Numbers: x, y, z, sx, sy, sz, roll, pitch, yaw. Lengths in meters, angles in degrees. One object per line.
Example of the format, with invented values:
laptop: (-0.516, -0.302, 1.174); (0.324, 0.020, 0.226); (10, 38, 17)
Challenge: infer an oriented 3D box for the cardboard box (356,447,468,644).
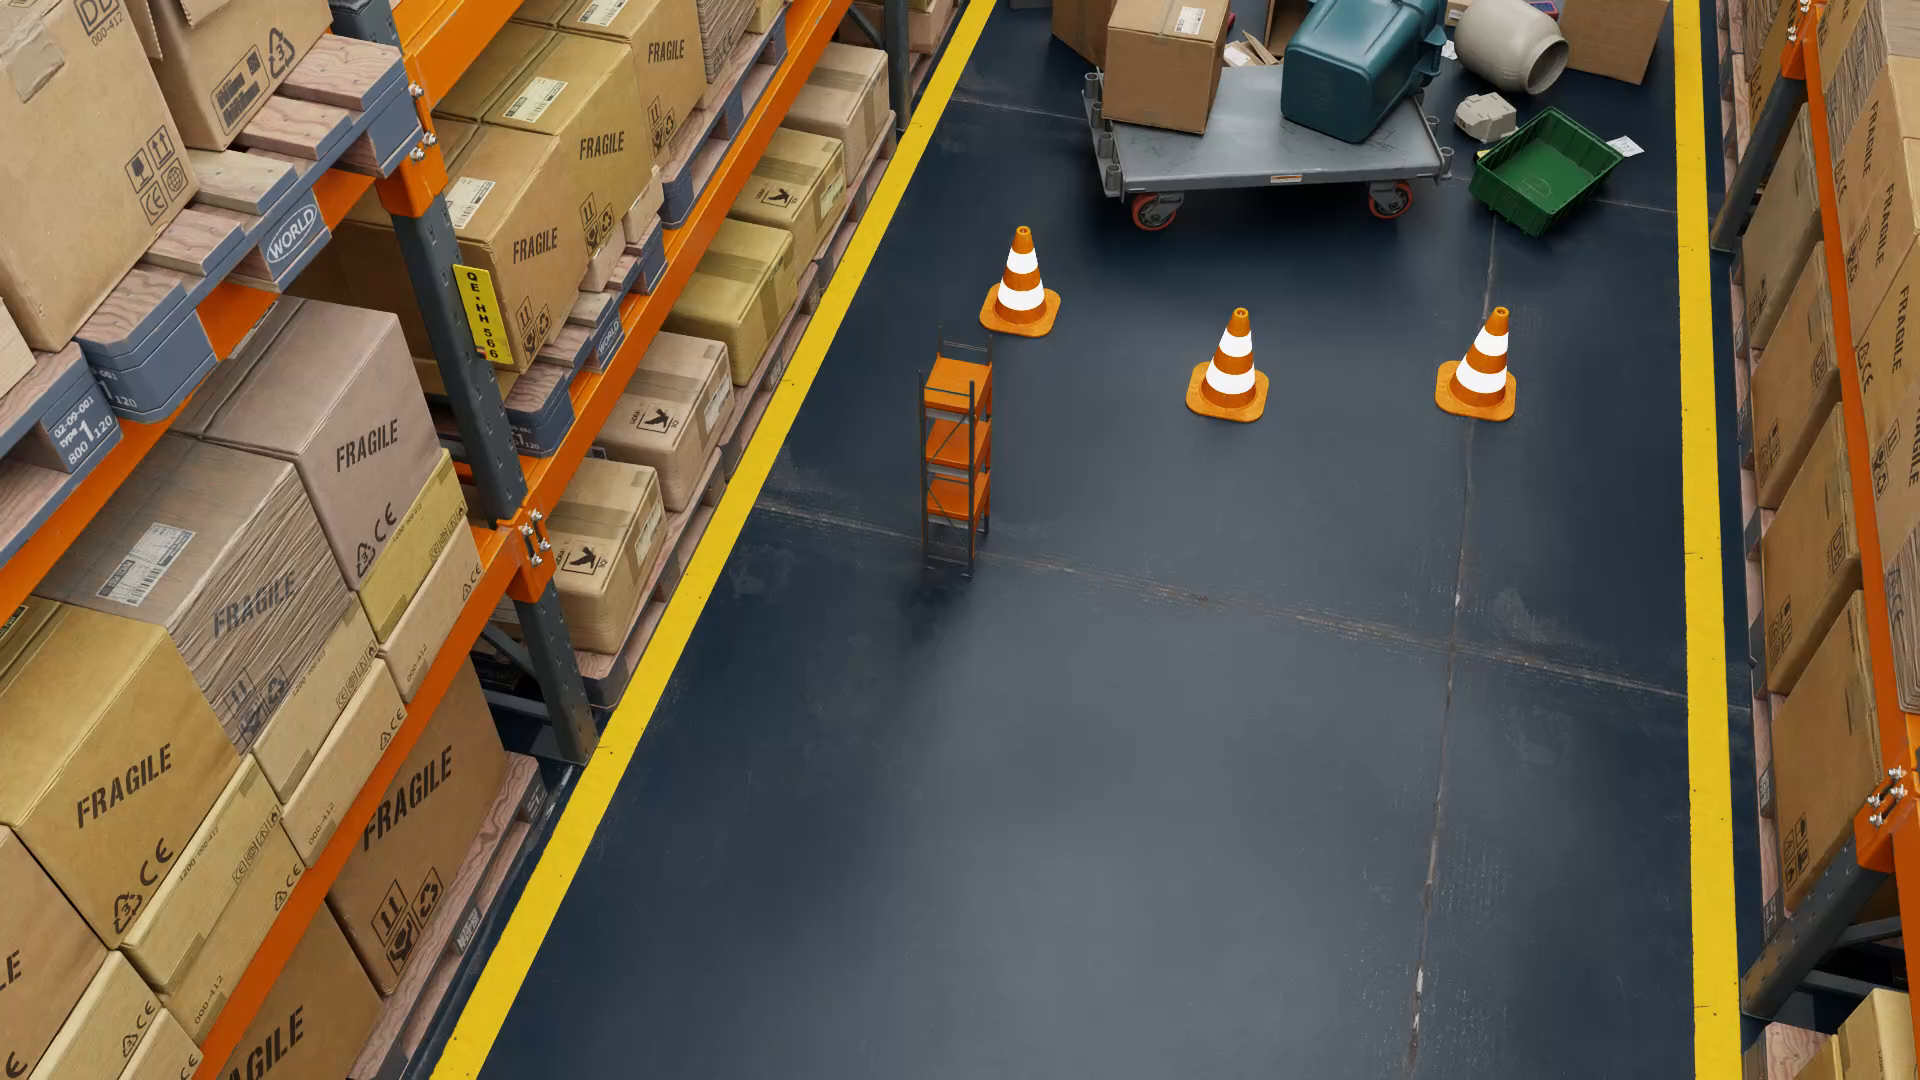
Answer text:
cardboard box: (-1.685, -0.035, 4.466); (0.500, 0.250, 0.500); (11, 50, 10)

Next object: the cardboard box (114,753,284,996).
cardboard box: (-1.931, 0.711, 3.808); (0.500, 0.250, 0.500); (10, 49, 9)

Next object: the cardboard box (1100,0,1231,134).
cardboard box: (0.975, -2.307, 7.866); (0.500, 0.500, 0.500); (12, 50, 10)

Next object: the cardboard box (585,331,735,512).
cardboard box: (-1.458, -0.531, 6.610); (0.950, 0.372, 0.625); (11, 49, 9)

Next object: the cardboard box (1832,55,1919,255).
cardboard box: (3.388, -1.289, 5.739); (0.500, 0.500, 0.500); (11, 50, 10)

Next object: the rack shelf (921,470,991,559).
rack shelf: (-0.014, -0.118, 6.457); (0.215, 0.259, 0.240); (12, 50, 10)

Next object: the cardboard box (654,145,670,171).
cardboard box: (-1.234, -1.345, 5.743); (0.380, 0.149, 0.250); (14, 50, 12)

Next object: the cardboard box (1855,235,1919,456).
cardboard box: (3.123, -0.550, 5.087); (0.500, 0.500, 0.500); (11, 49, 9)

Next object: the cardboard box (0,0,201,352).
cardboard box: (-1.880, -0.731, 2.966); (0.700, 0.500, 0.500); (9, 49, 8)

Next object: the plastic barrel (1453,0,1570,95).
plastic barrel: (2.871, -2.580, 8.664); (0.421, 0.421, 0.512); (-27, 54, -22)

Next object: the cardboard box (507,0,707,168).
cardboard box: (-1.197, -1.634, 5.565); (0.500, 0.500, 0.500); (12, 50, 11)

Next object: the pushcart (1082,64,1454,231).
pushcart: (1.463, -1.932, 8.122); (1.648, 0.377, 0.936); (-4, 49, -3)

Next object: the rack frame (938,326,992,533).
rack frame: (0.018, -0.397, 6.319); (0.200, 1.050, 0.008); (12, 50, 10)

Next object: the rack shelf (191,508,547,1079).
rack shelf: (-2.329, 1.365, 3.943); (1.077, 0.370, 4.000); (12, 50, 10)

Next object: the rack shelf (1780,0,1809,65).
rack shelf: (4.579, -3.518, 8.253); (1.077, 0.370, 4.000); (12, 50, 10)

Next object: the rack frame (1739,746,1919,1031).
rack frame: (2.999, 0.584, 4.153); (1.000, 3.000, 0.127); (12, 50, 10)

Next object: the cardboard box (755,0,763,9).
cardboard box: (-0.921, -2.373, 6.218); (0.500, 0.500, 0.500); (13, 50, 11)

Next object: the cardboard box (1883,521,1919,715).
cardboard box: (2.859, 0.172, 4.450); (0.500, 0.500, 0.500); (12, 50, 10)

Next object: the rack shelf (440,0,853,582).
rack shelf: (-1.276, -1.528, 6.497); (1.077, 0.370, 4.000); (12, 50, 10)

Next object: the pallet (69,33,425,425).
pallet: (-1.921, -0.774, 3.476); (1.213, 0.211, 1.003); (14, 50, 12)

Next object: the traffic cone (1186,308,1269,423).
traffic cone: (1.163, -0.793, 7.060); (0.336, 0.463, 0.334); (12, 50, 10)

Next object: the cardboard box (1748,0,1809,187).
cardboard box: (4.285, -2.186, 7.735); (0.875, 0.875, 0.875); (12, 50, 11)

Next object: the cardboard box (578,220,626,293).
cardboard box: (-1.314, -0.961, 5.404); (0.380, 0.149, 0.250); (9, 49, 8)

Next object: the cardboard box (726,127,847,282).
cardboard box: (-1.071, -1.582, 7.537); (0.950, 0.372, 0.625); (14, 50, 12)

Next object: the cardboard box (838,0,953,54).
cardboard box: (-0.334, -2.816, 8.707); (0.500, 0.250, 0.500); (10, 49, 8)

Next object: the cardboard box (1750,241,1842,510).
cardboard box: (3.718, -0.540, 6.365); (1.050, 0.750, 0.750); (12, 50, 10)

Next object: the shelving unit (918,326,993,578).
shelving unit: (-0.014, -0.309, 6.241); (0.215, 1.050, 0.252); (12, 50, 10)

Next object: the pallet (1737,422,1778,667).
pallet: (3.603, 0.072, 6.465); (1.003, 0.211, 1.213); (12, 50, 10)

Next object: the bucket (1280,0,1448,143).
bucket: (1.864, -2.283, 7.852); (0.726, 0.611, 0.620); (28, 64, 22)

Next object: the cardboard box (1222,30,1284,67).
cardboard box: (1.535, -2.474, 8.675); (0.258, 0.266, 0.396); (-19, 51, -16)

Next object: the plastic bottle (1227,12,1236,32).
plastic bottle: (1.399, -2.804, 9.103); (0.133, 0.061, 0.283); (19, 51, 16)

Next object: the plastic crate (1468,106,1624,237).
plastic crate: (2.834, -1.782, 8.078); (0.662, 0.188, 0.450); (-37, 68, -28)

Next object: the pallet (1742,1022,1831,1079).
pallet: (2.792, 2.072, 4.700); (1.003, 0.211, 1.213); (12, 50, 10)

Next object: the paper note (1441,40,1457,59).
paper note: (2.644, -2.668, 9.008); (0.172, 0.023, 0.155); (28, 54, 22)

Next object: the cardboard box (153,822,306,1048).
cardboard box: (-1.953, 0.880, 3.991); (0.500, 0.250, 0.500); (11, 50, 10)

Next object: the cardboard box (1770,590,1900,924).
cardboard box: (3.247, 0.767, 5.212); (1.050, 0.750, 0.750); (11, 49, 10)

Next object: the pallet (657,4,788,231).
pallet: (-1.321, -1.696, 6.293); (1.003, 0.211, 1.213); (12, 50, 10)

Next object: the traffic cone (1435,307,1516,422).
traffic cone: (2.243, -0.798, 7.064); (0.336, 0.463, 0.334); (12, 50, 10)

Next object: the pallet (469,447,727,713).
pallet: (-1.596, 0.038, 6.495); (1.003, 0.211, 1.213); (12, 50, 10)

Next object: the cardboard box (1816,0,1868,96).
cardboard box: (3.654, -2.015, 6.380); (0.500, 0.500, 0.500); (12, 50, 10)

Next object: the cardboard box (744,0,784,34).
cardboard box: (-0.901, -2.107, 6.415); (0.380, 0.149, 0.250); (12, 50, 10)

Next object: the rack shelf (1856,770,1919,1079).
rack shelf: (2.473, 2.269, 3.146); (1.077, 0.370, 4.000); (12, 50, 10)

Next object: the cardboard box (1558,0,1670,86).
cardboard box: (3.471, -2.808, 8.812); (0.500, 0.500, 0.500); (19, 51, 16)

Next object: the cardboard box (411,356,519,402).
cardboard box: (-1.538, -0.574, 5.062); (0.380, 0.149, 0.250); (9, 49, 8)

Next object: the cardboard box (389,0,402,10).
cardboard box: (-1.556, -1.424, 4.092); (0.380, 0.149, 0.250); (12, 50, 10)

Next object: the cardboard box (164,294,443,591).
cardboard box: (-1.686, -0.258, 4.163); (0.500, 0.500, 0.500); (10, 49, 9)

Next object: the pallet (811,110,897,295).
pallet: (-0.953, -1.727, 8.052); (1.003, 0.211, 1.213); (12, 50, 10)

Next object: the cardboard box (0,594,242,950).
cardboard box: (-1.951, 0.472, 3.518); (0.500, 0.500, 0.500); (12, 50, 10)

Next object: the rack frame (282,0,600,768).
rack frame: (-1.803, -0.320, 4.951); (1.000, 3.000, 0.127); (12, 50, 10)

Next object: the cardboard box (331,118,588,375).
cardboard box: (-1.461, -0.870, 4.891); (0.500, 0.500, 0.500); (10, 49, 9)

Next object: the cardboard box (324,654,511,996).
cardboard box: (-2.065, 0.727, 5.163); (0.875, 0.875, 0.875); (11, 50, 10)

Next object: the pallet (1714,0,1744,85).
pallet: (4.647, -2.807, 9.005); (1.003, 0.211, 1.213); (12, 50, 10)

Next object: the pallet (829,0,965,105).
pallet: (-0.607, -2.783, 8.984); (1.003, 0.211, 1.213); (12, 50, 10)

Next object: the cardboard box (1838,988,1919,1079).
cardboard box: (2.584, 1.475, 4.253); (0.500, 0.250, 0.500); (10, 49, 8)

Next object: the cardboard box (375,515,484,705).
cardboard box: (-1.685, 0.147, 4.639); (0.500, 0.250, 0.500); (10, 49, 9)
